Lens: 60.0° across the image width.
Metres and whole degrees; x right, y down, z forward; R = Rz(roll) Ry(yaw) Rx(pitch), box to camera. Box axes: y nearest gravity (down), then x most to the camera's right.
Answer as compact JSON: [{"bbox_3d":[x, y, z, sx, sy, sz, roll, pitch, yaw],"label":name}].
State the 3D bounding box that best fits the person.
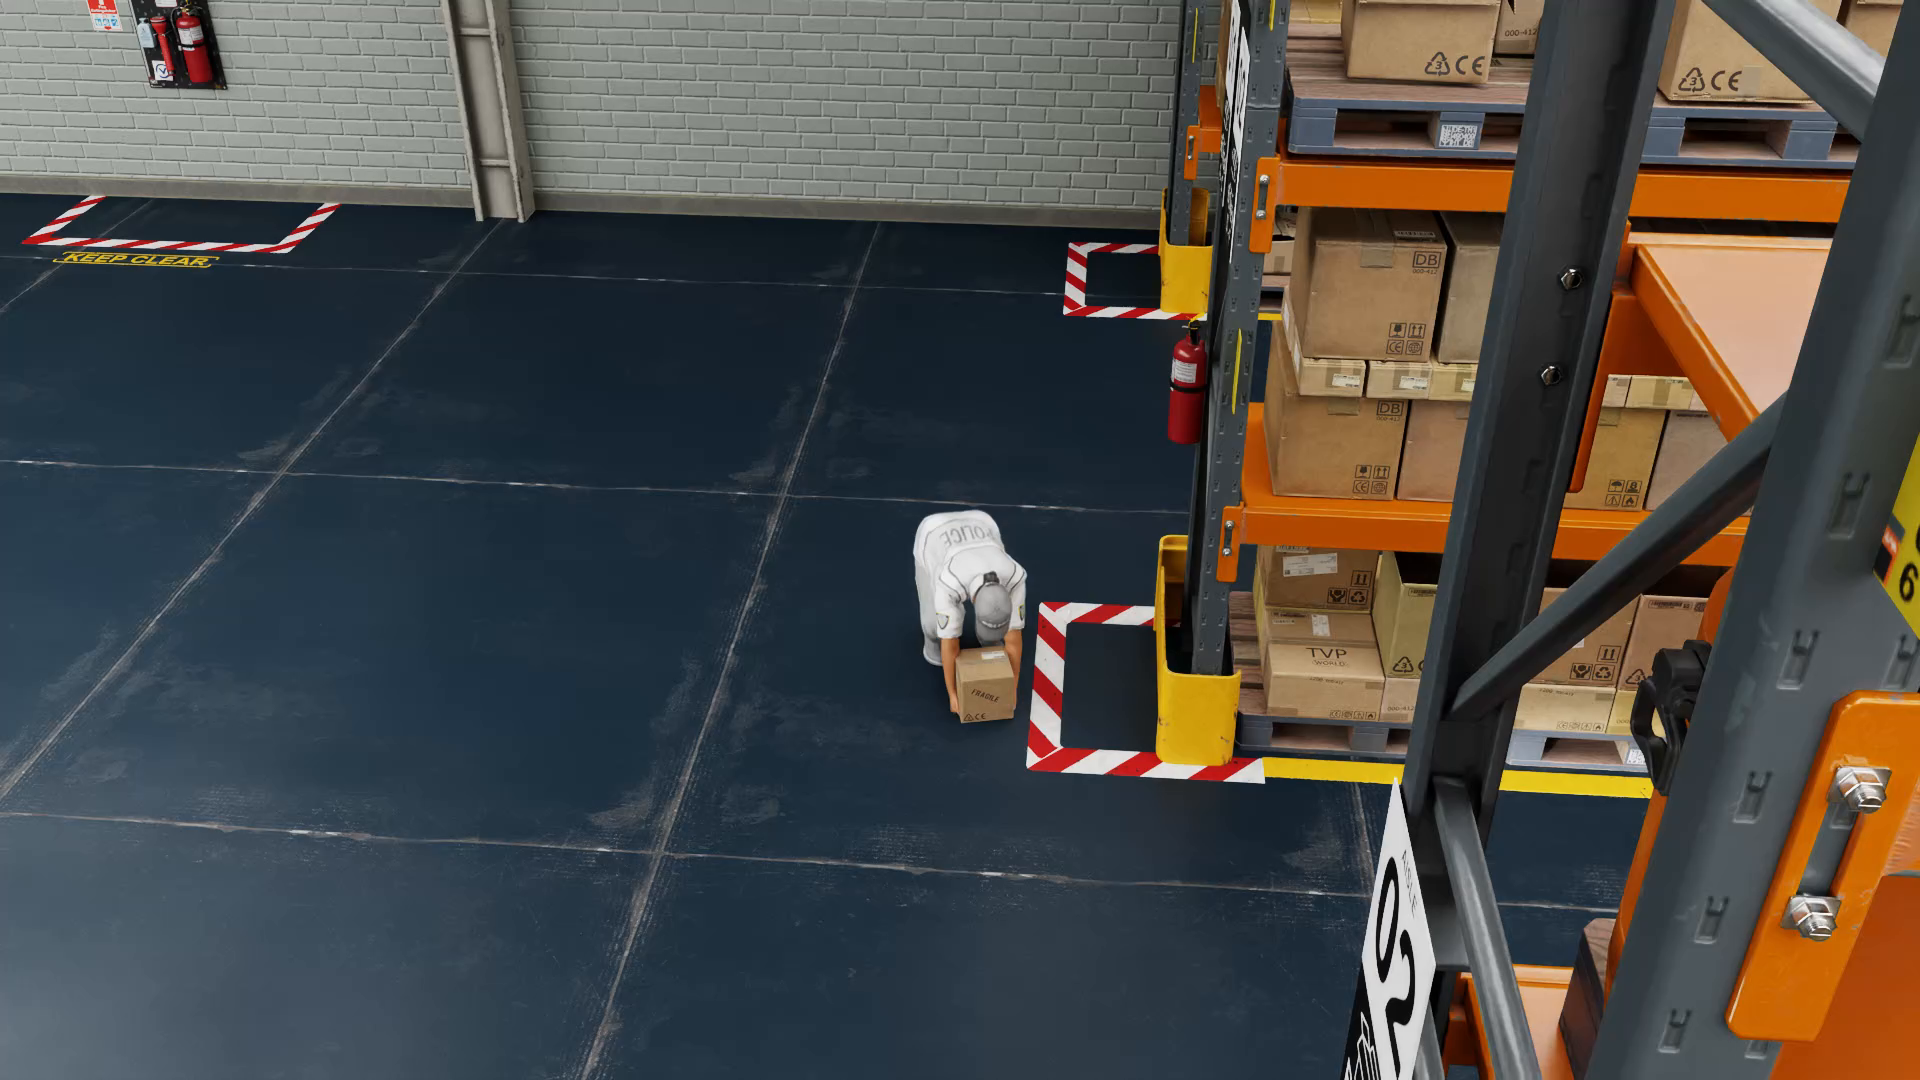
[{"bbox_3d":[0.048,0.315,8.020,0.496,0.753,0.934,-6,33,-9],"label":"person"}]
